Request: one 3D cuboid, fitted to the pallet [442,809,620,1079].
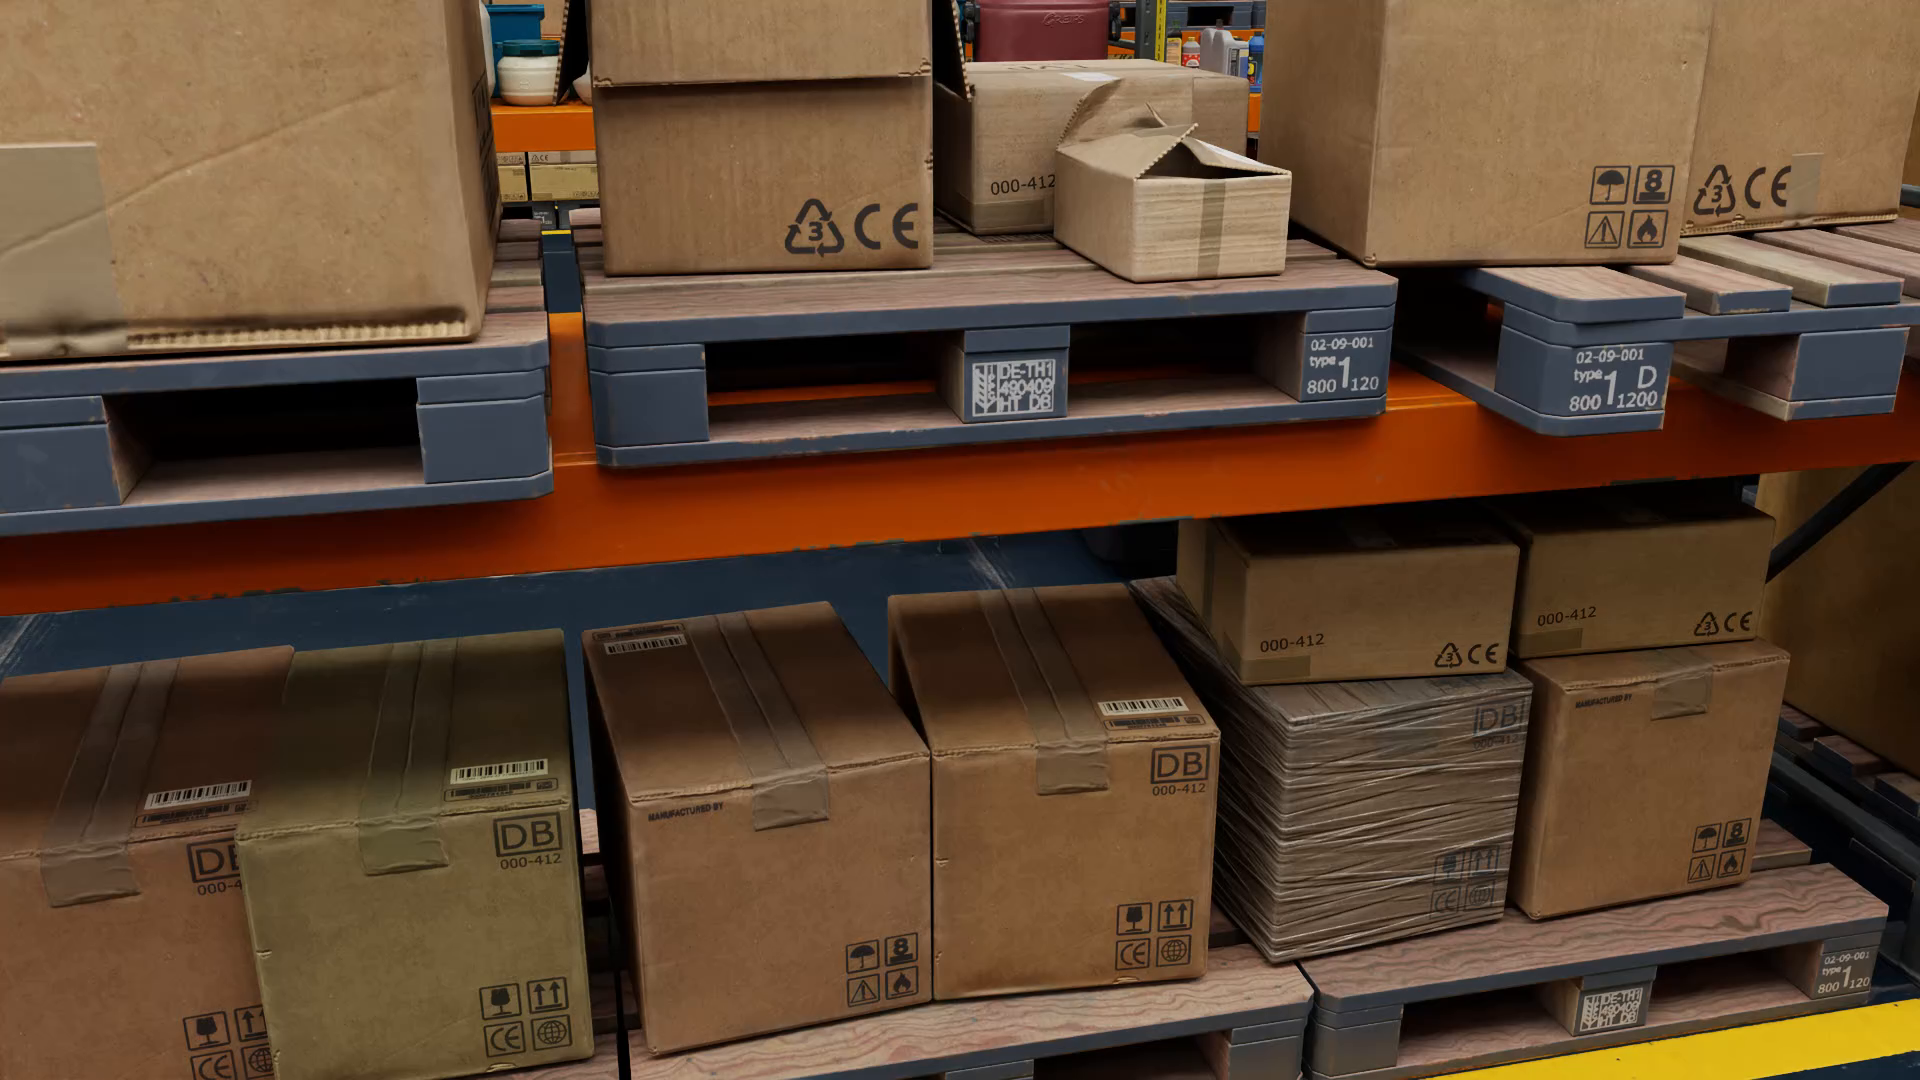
[{"bbox_3d":[-1.252,0.894,3.067,1.213,0.211,1.003,-5,21,-12],"label":"pallet"}]

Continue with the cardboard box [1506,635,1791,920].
[{"bbox_3d":[1.236,0.357,3.473,0.500,0.500,0.700,-6,21,-15],"label":"cardboard box"}]

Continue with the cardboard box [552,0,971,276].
[{"bbox_3d":[-0.344,-0.767,2.786,0.637,0.503,0.797,-3,20,-7],"label":"cardboard box"}]

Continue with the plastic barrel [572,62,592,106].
[{"bbox_3d":[-1.454,-2.135,7.085,0.433,0.535,0.433,0,20,0],"label":"plastic barrel"}]

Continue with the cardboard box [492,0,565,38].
[{"bbox_3d":[-3.021,-3.813,11.718,0.500,0.500,0.500,-3,20,-9],"label":"cardboard box"}]

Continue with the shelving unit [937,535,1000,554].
[{"bbox_3d":[0.008,-0.423,5.662,0.210,0.900,0.258,-5,21,-12],"label":"shelving unit"}]

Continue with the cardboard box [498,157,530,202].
[{"bbox_3d":[-3.338,-2.564,11.841,0.500,0.250,0.500,-4,21,-11],"label":"cardboard box"}]

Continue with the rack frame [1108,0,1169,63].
[{"bbox_3d":[0.744,-2.328,7.808,0.127,3.000,1.000,-5,21,-12],"label":"rack frame"}]

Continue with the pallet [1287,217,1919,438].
[{"bbox_3d":[1.214,-0.488,3.063,1.003,0.211,1.213,-5,21,-12],"label":"pallet"}]

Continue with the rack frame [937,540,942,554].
[{"bbox_3d":[-0.091,-0.415,5.640,0.006,0.900,0.240,-5,21,-12],"label":"rack frame"}]

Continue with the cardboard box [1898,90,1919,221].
[{"bbox_3d":[2.306,-0.839,3.598,0.500,0.500,0.500,-4,20,-11],"label":"cardboard box"}]

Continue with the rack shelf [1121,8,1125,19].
[{"bbox_3d":[0.410,-5.464,17.416,4.000,0.370,1.077,-5,21,-12],"label":"rack shelf"}]

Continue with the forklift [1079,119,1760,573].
[{"bbox_3d":[1.882,-1.480,5.594,3.031,2.935,1.130,-3,20,-7],"label":"forklift"}]

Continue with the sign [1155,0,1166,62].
[{"bbox_3d":[0.877,-2.221,7.278,0.005,0.325,0.100,-5,21,-12],"label":"sign"}]

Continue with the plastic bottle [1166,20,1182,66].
[{"bbox_3d":[1.039,-2.448,8.305,0.133,0.283,0.061,-5,21,-12],"label":"plastic bottle"}]

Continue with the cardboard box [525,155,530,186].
[{"bbox_3d":[-3.456,-2.745,12.333,0.500,0.250,0.500,-5,21,-13],"label":"cardboard box"}]

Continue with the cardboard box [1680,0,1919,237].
[{"bbox_3d":[1.367,-0.858,3.039,0.500,0.500,0.500,-7,21,-19],"label":"cardboard box"}]

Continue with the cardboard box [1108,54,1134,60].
[{"bbox_3d":[1.754,-5.053,17.763,0.750,0.750,0.750,-4,21,-12],"label":"cardboard box"}]

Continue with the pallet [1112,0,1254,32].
[{"bbox_3d":[1.499,-4.051,12.792,1.213,0.211,1.003,-5,21,-12],"label":"pallet"}]

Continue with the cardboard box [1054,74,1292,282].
[{"bbox_3d":[0.323,-0.581,2.626,0.258,0.266,0.396,-5,21,-14],"label":"cardboard box"}]

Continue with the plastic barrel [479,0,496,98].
[{"bbox_3d":[-2.168,-2.077,6.926,0.433,0.535,0.433,0,20,0],"label":"plastic barrel"}]

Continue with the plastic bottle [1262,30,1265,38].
[{"bbox_3d":[1.570,-2.479,8.407,0.097,0.271,0.097,0,20,0],"label":"plastic bottle"}]

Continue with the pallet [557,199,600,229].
[{"bbox_3d":[-2.388,-2.529,12.412,1.213,0.211,1.003,-5,21,-12],"label":"pallet"}]

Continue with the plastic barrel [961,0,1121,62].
[{"bbox_3d":[0.362,-2.253,7.407,0.708,0.536,0.600,-5,21,-12],"label":"plastic barrel"}]

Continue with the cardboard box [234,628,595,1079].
[{"bbox_3d":[-0.938,0.541,2.971,0.500,0.500,0.700,-5,21,-13],"label":"cardboard box"}]

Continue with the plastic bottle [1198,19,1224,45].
[{"bbox_3d":[1.264,-2.466,8.355,0.133,0.283,0.061,-5,21,-12],"label":"plastic bottle"}]

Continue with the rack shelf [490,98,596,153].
[{"bbox_3d":[-1.203,-1.831,7.499,4.000,0.370,1.077,-5,21,-12],"label":"rack shelf"}]

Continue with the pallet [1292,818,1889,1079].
[{"bbox_3d":[1.122,0.701,3.594,1.213,0.211,1.003,-5,21,-12],"label":"pallet"}]

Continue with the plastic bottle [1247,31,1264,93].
[{"bbox_3d":[1.358,-2.193,7.628,0.097,0.271,0.097,0,20,0],"label":"plastic bottle"}]

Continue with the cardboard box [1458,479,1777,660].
[{"bbox_3d":[1.238,0.008,3.335,0.500,0.250,0.500,-4,20,-10],"label":"cardboard box"}]

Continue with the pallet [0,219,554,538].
[{"bbox_3d":[-1.232,-0.275,2.483,1.213,0.211,1.003,-5,21,-12],"label":"pallet"}]

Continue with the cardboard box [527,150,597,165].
[{"bbox_3d":[-2.834,-2.867,11.853,0.500,0.311,0.500,-5,21,-14],"label":"cardboard box"}]

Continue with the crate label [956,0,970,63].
[{"bbox_3d":[-0.286,-2.356,7.834,0.616,0.435,0.502,-5,21,-12],"label":"crate label"}]

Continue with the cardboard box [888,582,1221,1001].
[{"bbox_3d":[0.149,0.453,3.213,0.500,0.500,0.700,-3,20,-8],"label":"cardboard box"}]

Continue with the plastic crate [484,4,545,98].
[{"bbox_3d":[-2.147,-2.195,7.469,0.575,0.384,0.392,-5,21,-12],"label":"plastic crate"}]

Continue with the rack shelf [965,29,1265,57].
[{"bbox_3d":[1.554,-3.806,12.891,4.000,0.370,1.077,-5,21,-12],"label":"rack shelf"}]
